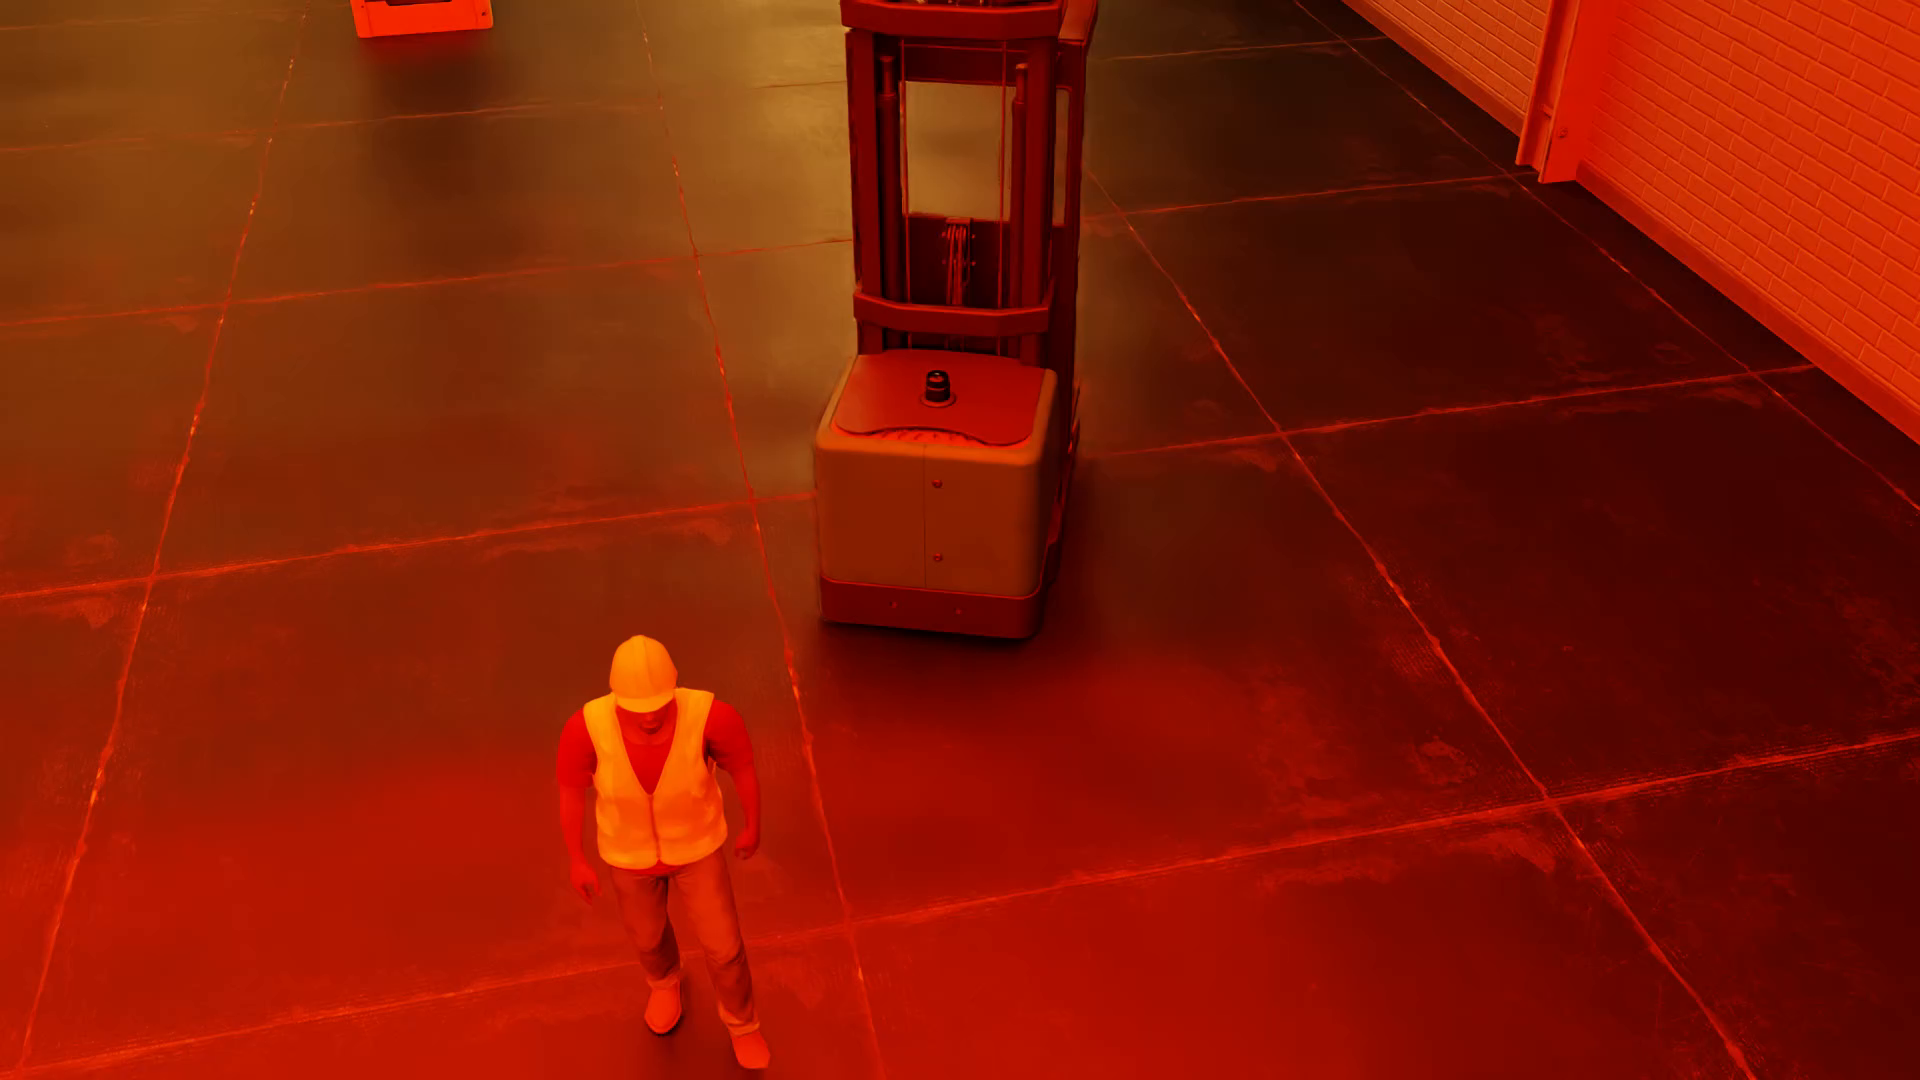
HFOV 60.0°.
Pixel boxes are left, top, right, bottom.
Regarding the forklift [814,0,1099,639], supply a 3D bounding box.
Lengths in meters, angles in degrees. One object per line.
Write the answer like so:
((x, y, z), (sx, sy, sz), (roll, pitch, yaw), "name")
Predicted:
((0.063, -1.579, 8.245), (1.130, 2.935, 3.031), (5, 36, 7), "forklift")

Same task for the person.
((-0.991, 1.089, 5.600), (0.663, 1.802, 0.552), (-4, 36, -6), "person")
